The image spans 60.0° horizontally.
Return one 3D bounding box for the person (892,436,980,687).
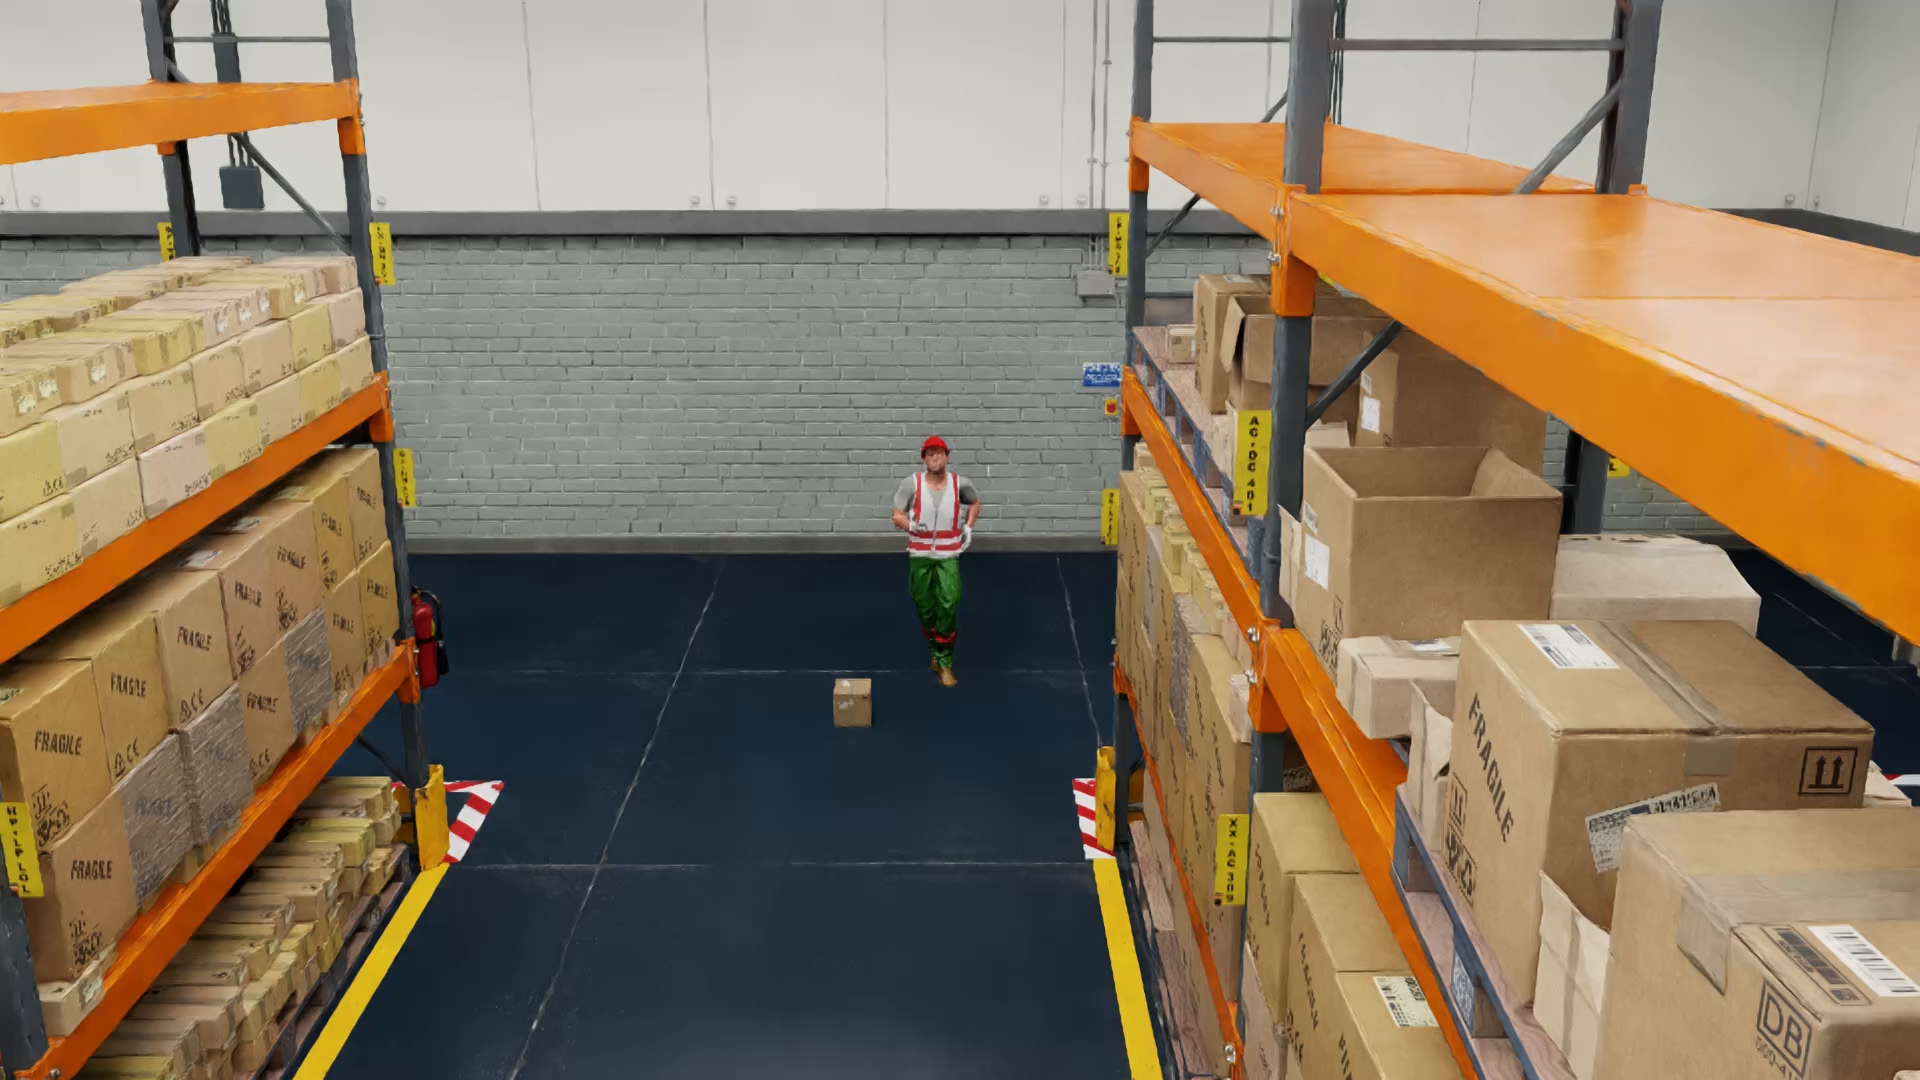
[{"bbox_3d":[-0.184,0.136,12.150,0.632,1.777,0.681,1,17,3],"label":"person"}]
